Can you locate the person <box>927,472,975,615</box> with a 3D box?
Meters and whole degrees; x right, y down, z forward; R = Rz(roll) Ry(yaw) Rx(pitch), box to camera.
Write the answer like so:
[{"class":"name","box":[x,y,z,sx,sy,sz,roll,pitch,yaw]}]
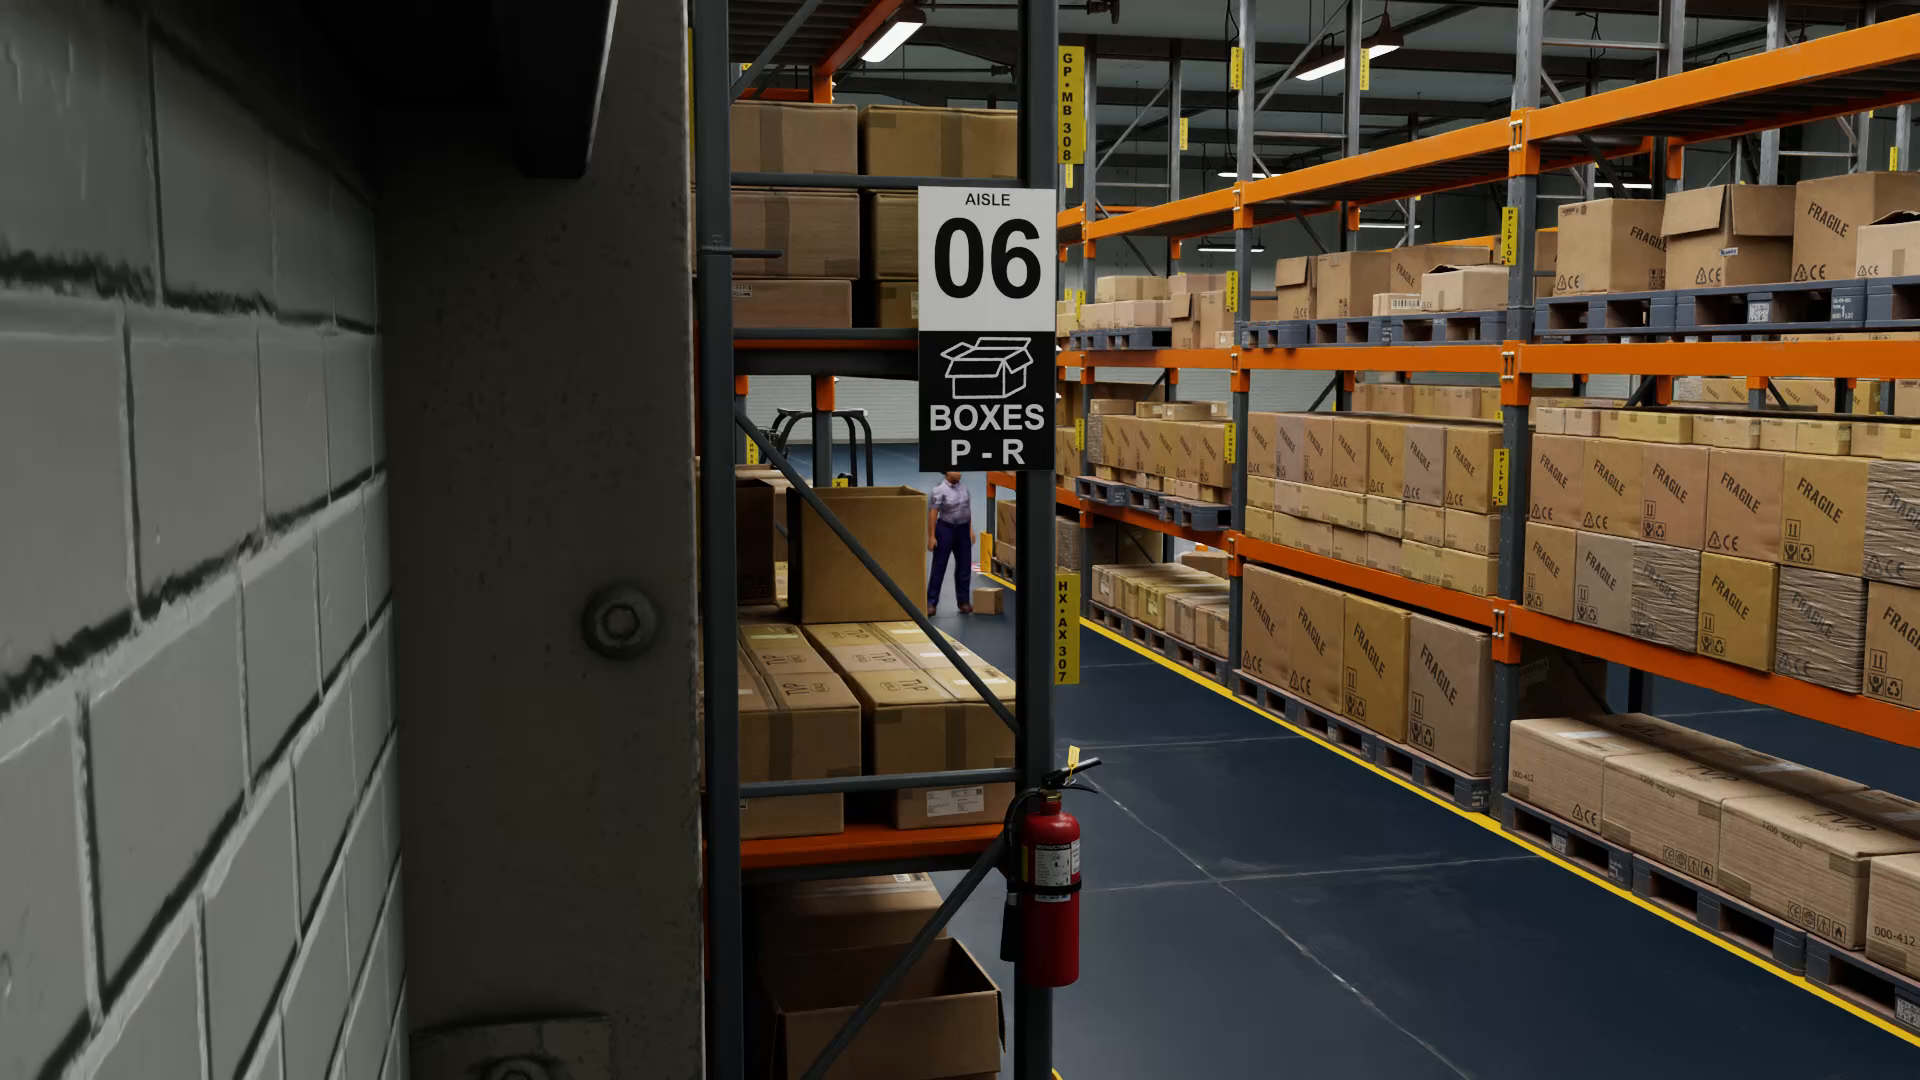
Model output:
[{"class":"person","box":[-0.128,-0.041,17.748,0.617,1.649,0.373,-6,8,-42]}]
